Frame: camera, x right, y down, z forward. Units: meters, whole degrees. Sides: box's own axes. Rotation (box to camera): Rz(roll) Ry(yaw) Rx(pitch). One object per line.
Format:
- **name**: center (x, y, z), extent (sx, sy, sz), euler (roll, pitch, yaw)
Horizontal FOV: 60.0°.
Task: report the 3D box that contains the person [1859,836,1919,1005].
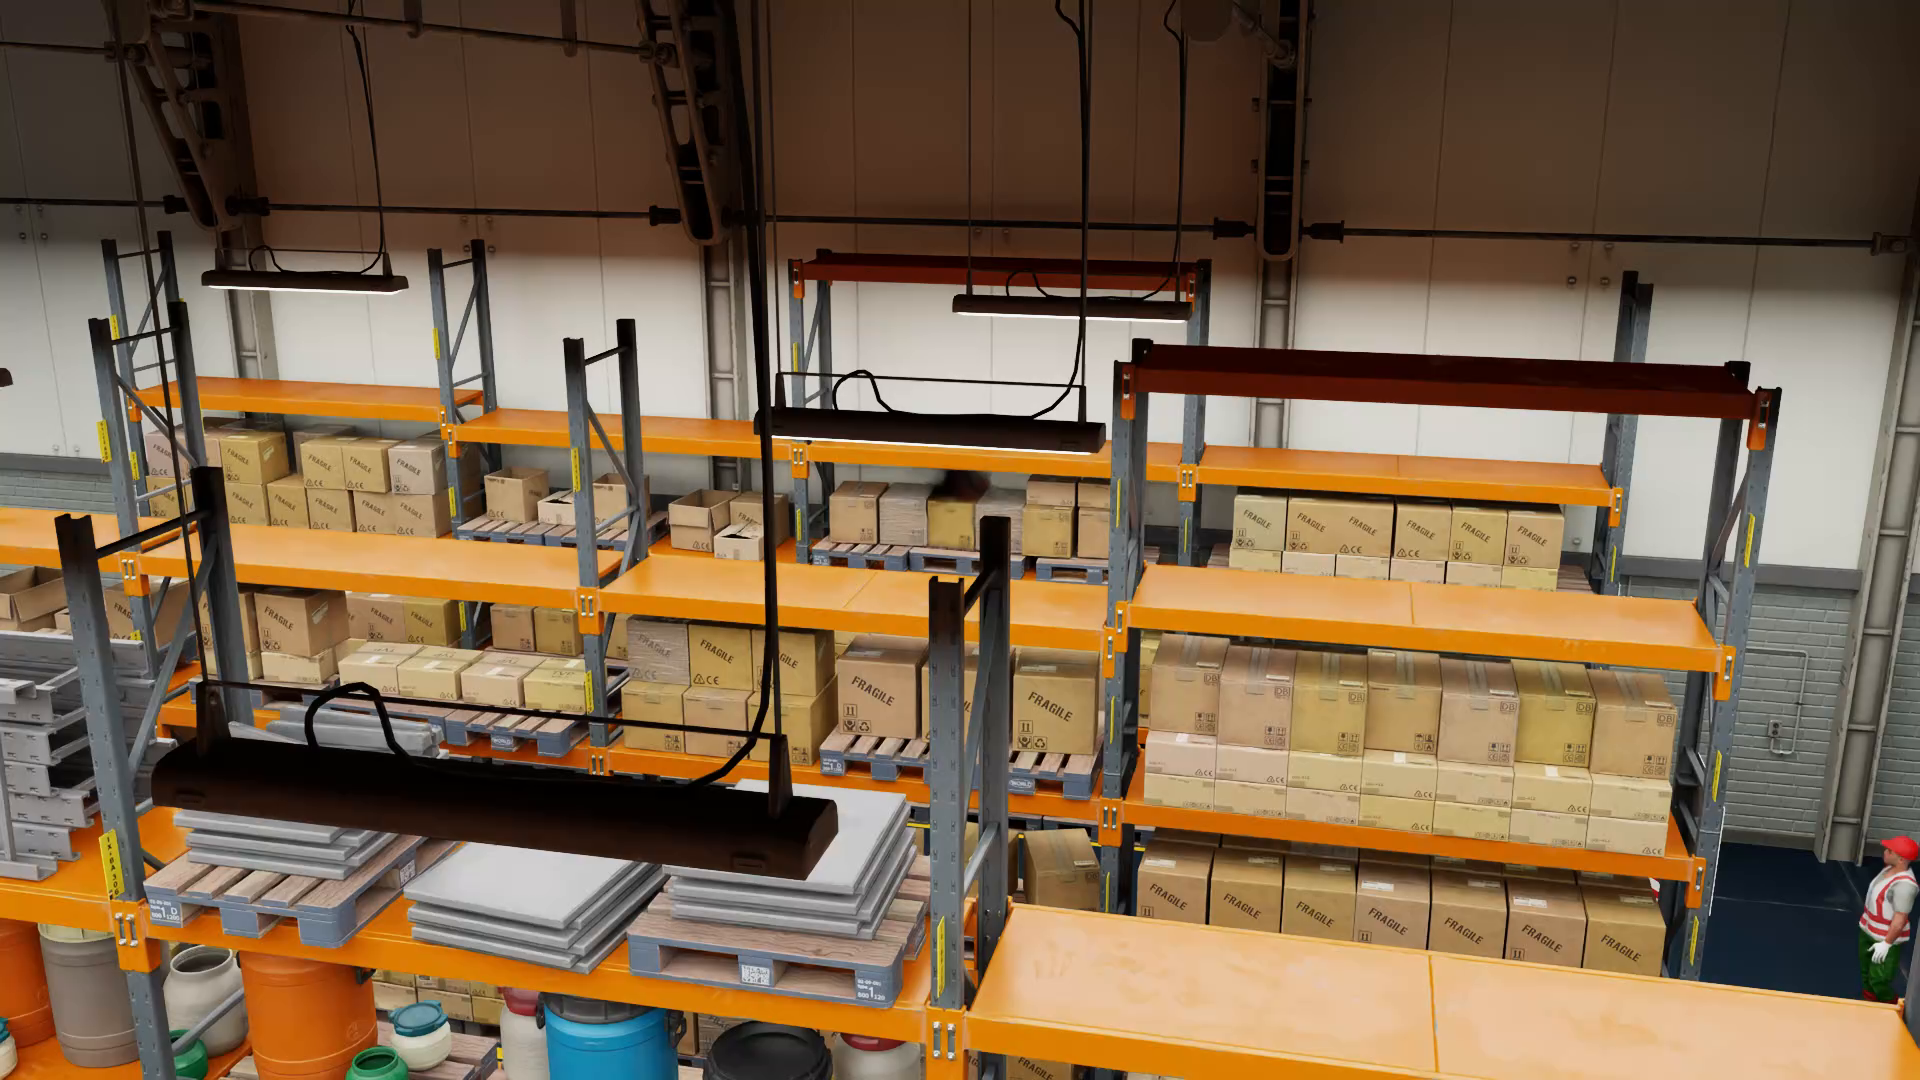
- **person**: center (7.709, 3.301, 13.885), extent (0.450, 1.798, 0.573), euler (-2, 16, -5)
